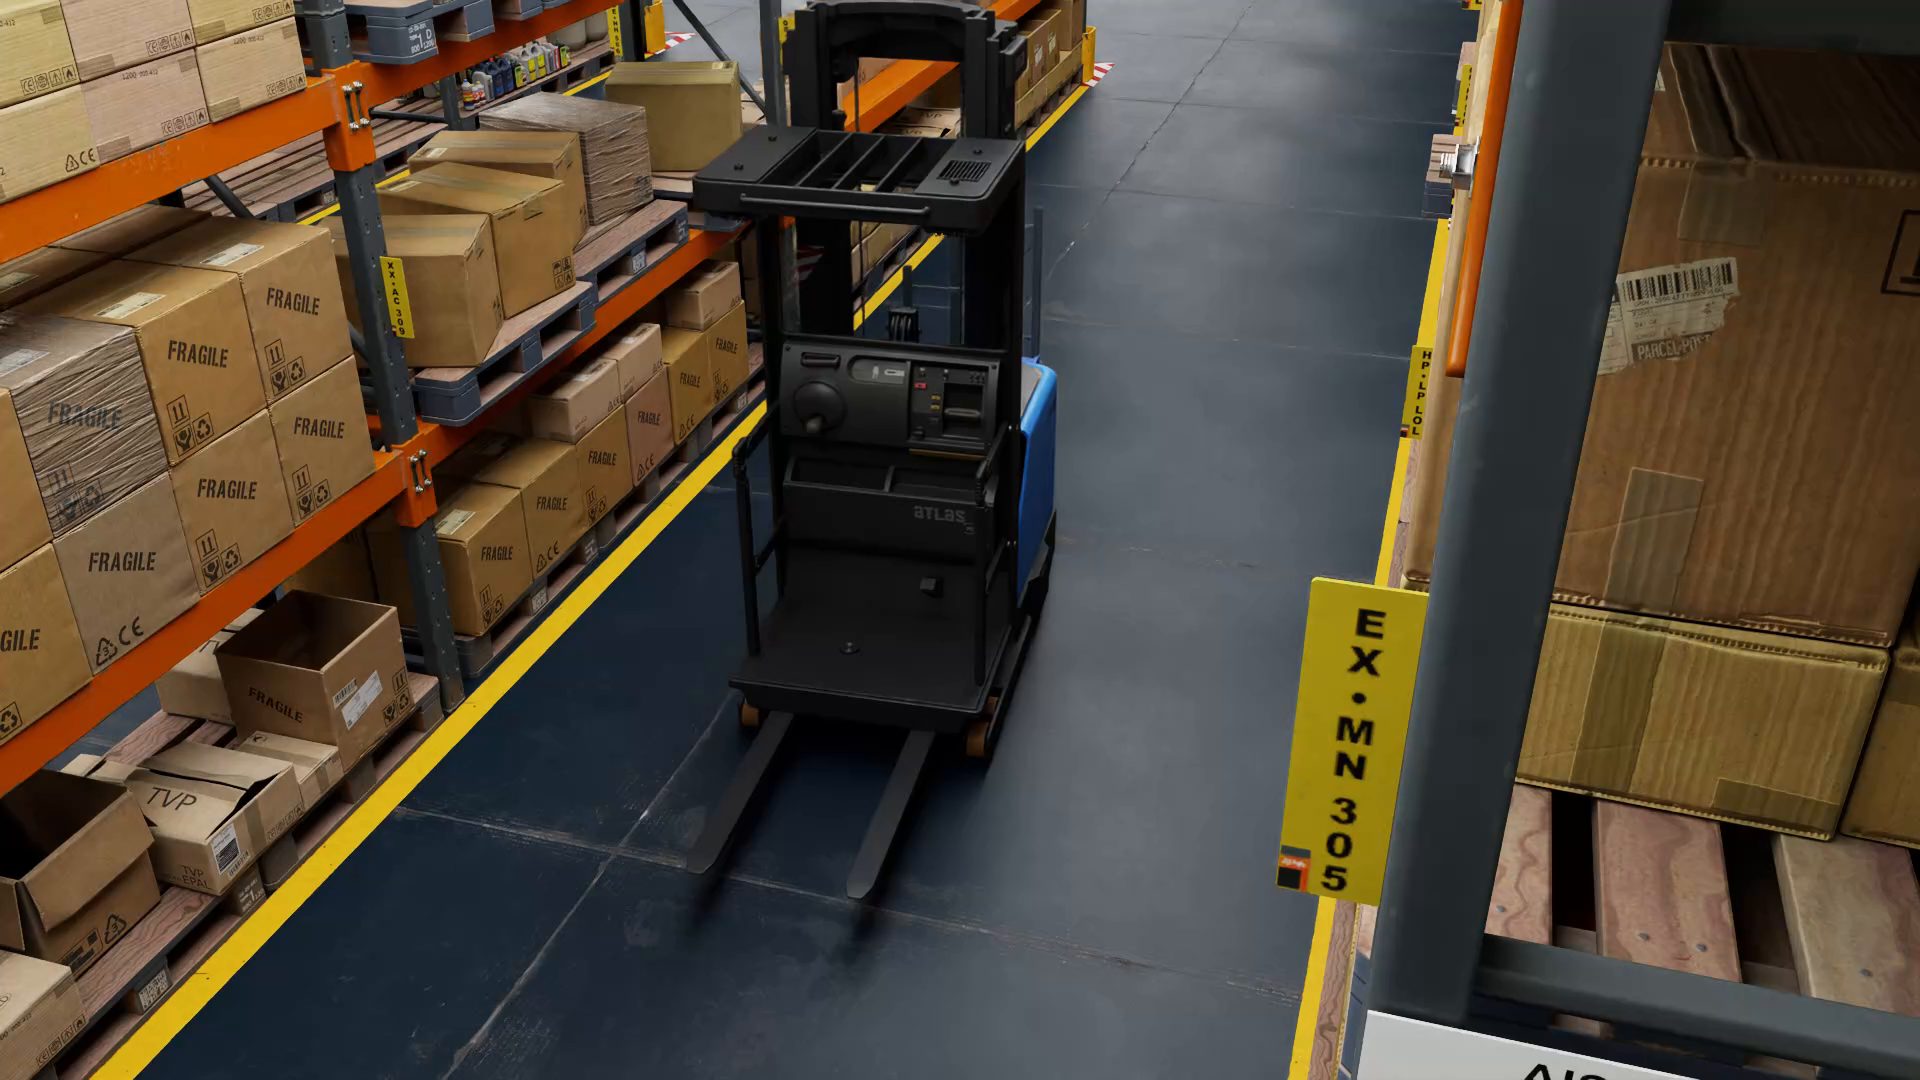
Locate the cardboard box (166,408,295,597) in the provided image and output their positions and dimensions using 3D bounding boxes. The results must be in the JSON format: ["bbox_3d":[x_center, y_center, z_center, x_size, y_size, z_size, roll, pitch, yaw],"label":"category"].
[{"bbox_3d":[-2.763,-0.172,5.871,0.500,0.500,0.500,9,30,16],"label":"cardboard box"}]

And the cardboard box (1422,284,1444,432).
[{"bbox_3d":[0.963,-0.166,2.496,0.500,0.250,0.500,7,30,13],"label":"cardboard box"}]

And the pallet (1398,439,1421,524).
[{"bbox_3d":[2.895,-0.216,8.922,1.003,0.211,1.213,8,30,15],"label":"pallet"}]

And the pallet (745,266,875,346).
[{"bbox_3d":[-1.259,-1.654,11.507,1.003,0.211,1.213,8,30,15],"label":"pallet"}]

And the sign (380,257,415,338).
[{"bbox_3d":[-2.191,-0.941,6.466,0.100,0.325,0.005,8,30,15],"label":"sign"}]

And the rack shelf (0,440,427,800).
[{"bbox_3d":[-3.299,0.607,5.314,1.077,0.370,4.000,8,30,15],"label":"rack shelf"}]

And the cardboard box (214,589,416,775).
[{"bbox_3d":[-2.608,0.568,6.761,0.500,0.500,0.500,8,30,15],"label":"cardboard box"}]

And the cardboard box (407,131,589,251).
[{"bbox_3d":[-2.252,-1.694,8.175,0.700,0.500,0.500,1,29,2],"label":"cardboard box"}]

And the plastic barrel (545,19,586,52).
[{"bbox_3d":[-4.191,-5.469,17.622,0.421,0.512,0.421,0,29,0],"label":"plastic barrel"}]

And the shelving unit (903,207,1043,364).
[{"bbox_3d":[0.082,-0.894,8.815,0.538,1.500,1.048,6,30,11],"label":"shelving unit"}]

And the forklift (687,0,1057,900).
[{"bbox_3d":[-0.341,-0.550,6.723,1.130,2.935,3.031,6,30,11],"label":"forklift"}]

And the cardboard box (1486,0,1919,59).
[{"bbox_3d":[0.962,-0.483,2.296,0.500,0.500,0.500,9,30,16],"label":"cardboard box"}]

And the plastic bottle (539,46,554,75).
[{"bbox_3d":[-4.185,-4.830,16.697,0.152,0.276,0.135,8,30,13],"label":"plastic bottle"}]

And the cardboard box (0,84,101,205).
[{"bbox_3d":[-2.896,-1.154,4.807,0.500,0.250,0.500,8,30,15],"label":"cardboard box"}]

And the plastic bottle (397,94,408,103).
[{"bbox_3d":[-5.289,-4.246,15.723,0.097,0.201,0.097,0,29,0],"label":"plastic bottle"}]

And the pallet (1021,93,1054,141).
[{"bbox_3d":[0.266,-4.069,15.846,1.003,0.211,1.213,8,30,15],"label":"pallet"}]

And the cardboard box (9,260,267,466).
[{"bbox_3d":[-2.761,-0.607,5.625,0.500,0.500,0.500,8,30,14],"label":"cardboard box"}]

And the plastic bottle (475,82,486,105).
[{"bbox_3d":[-4.526,-4.213,15.663,0.097,0.201,0.097,0,29,0],"label":"plastic bottle"}]

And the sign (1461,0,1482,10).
[{"bbox_3d":[1.503,-1.679,4.742,0.100,0.325,0.005,8,30,15],"label":"sign"}]

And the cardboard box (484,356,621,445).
[{"bbox_3d":[-2.044,-0.719,8.305,0.500,0.250,0.500,9,30,15],"label":"cardboard box"}]

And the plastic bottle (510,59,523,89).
[{"bbox_3d":[-4.321,-4.543,16.172,0.061,0.283,0.133,10,31,17],"label":"plastic bottle"}]

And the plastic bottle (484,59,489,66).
[{"bbox_3d":[-4.854,-4.965,16.943,0.097,0.271,0.097,0,29,0],"label":"plastic bottle"}]

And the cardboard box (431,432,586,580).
[{"bbox_3d":[-2.191,-0.176,8.100,0.500,0.500,0.500,9,30,16],"label":"cardboard box"}]

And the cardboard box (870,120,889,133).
[{"bbox_3d":[-0.875,-3.193,13.224,0.500,0.311,0.500,8,30,14],"label":"cardboard box"}]

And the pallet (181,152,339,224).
[{"bbox_3d":[-5.648,-2.905,13.756,1.003,0.211,1.213,8,30,15],"label":"pallet"}]

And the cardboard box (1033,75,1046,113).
[{"bbox_3d":[0.507,-4.205,15.620,0.500,0.250,0.500,8,30,15],"label":"cardboard box"}]

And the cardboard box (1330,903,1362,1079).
[{"bbox_3d":[1.194,1.218,3.167,0.980,0.700,0.700,8,30,14],"label":"cardboard box"}]

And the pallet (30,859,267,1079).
[{"bbox_3d":[-3.271,1.470,5.891,1.003,0.211,1.213,8,30,15],"label":"pallet"}]

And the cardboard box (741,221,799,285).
[{"bbox_3d":[-1.103,-1.924,10.943,0.500,0.311,0.500,10,30,17],"label":"cardboard box"}]

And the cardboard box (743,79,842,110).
[{"bbox_3d":[-1.090,-2.845,10.870,0.500,0.311,0.500,8,30,14],"label":"cardboard box"}]

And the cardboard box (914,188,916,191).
[{"bbox_3d":[-0.504,-2.878,12.658,0.500,0.311,0.500,8,30,15],"label":"cardboard box"}]

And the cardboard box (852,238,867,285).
[{"bbox_3d":[-0.957,-1.913,11.500,0.500,0.250,0.500,8,30,13],"label":"cardboard box"}]

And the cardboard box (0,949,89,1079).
[{"bbox_3d":[-3.162,1.554,5.246,0.500,0.250,0.500,8,30,15],"label":"cardboard box"}]

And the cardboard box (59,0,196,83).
[{"bbox_3d":[-2.745,-1.604,5.102,0.500,0.250,0.500,8,30,15],"label":"cardboard box"}]

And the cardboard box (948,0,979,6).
[{"bbox_3d":[-0.240,-4.606,13.841,0.700,0.500,0.500,8,30,14],"label":"cardboard box"}]

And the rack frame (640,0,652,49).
[{"bbox_3d":[-3.924,-6.922,18.108,1.000,3.000,0.127,8,30,15],"label":"rack frame"}]

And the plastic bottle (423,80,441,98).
[{"bbox_3d":[-5.047,-4.418,15.878,0.144,0.351,0.185,8,30,15],"label":"plastic bottle"}]

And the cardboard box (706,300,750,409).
[{"bbox_3d":[-1.588,-1.128,9.810,0.500,0.500,0.500,10,31,17],"label":"cardboard box"}]

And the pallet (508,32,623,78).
[{"bbox_3d":[-4.145,-5.285,18.033,1.003,0.211,1.213,8,30,15],"label":"pallet"}]

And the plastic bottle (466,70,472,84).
[{"bbox_3d":[-4.619,-4.323,15.777,0.061,0.283,0.133,8,30,15],"label":"plastic bottle"}]

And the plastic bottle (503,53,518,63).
[{"bbox_3d":[-4.433,-4.676,16.419,0.152,0.276,0.135,8,30,15],"label":"plastic bottle"}]

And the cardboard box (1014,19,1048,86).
[{"bbox_3d":[0.510,-4.533,15.437,0.500,0.500,0.500,8,30,15],"label":"cardboard box"}]

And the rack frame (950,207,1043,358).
[{"bbox_3d":[0.195,-1.135,9.248,0.500,1.500,0.032,6,30,11],"label":"rack frame"}]

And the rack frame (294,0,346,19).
[{"bbox_3d":[-2.712,-3.259,5.351,1.000,3.000,0.127,8,30,15],"label":"rack frame"}]

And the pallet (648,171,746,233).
[{"bbox_3d":[-1.670,-2.087,9.613,1.213,0.211,1.003,8,30,15],"label":"pallet"}]

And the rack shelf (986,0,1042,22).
[{"bbox_3d":[0.223,-4.970,15.338,1.077,0.370,4.000,8,30,15],"label":"rack shelf"}]

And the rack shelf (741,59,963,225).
[{"bbox_3d":[-0.951,-3.111,11.997,1.077,0.370,4.000,8,30,15],"label":"rack shelf"}]
